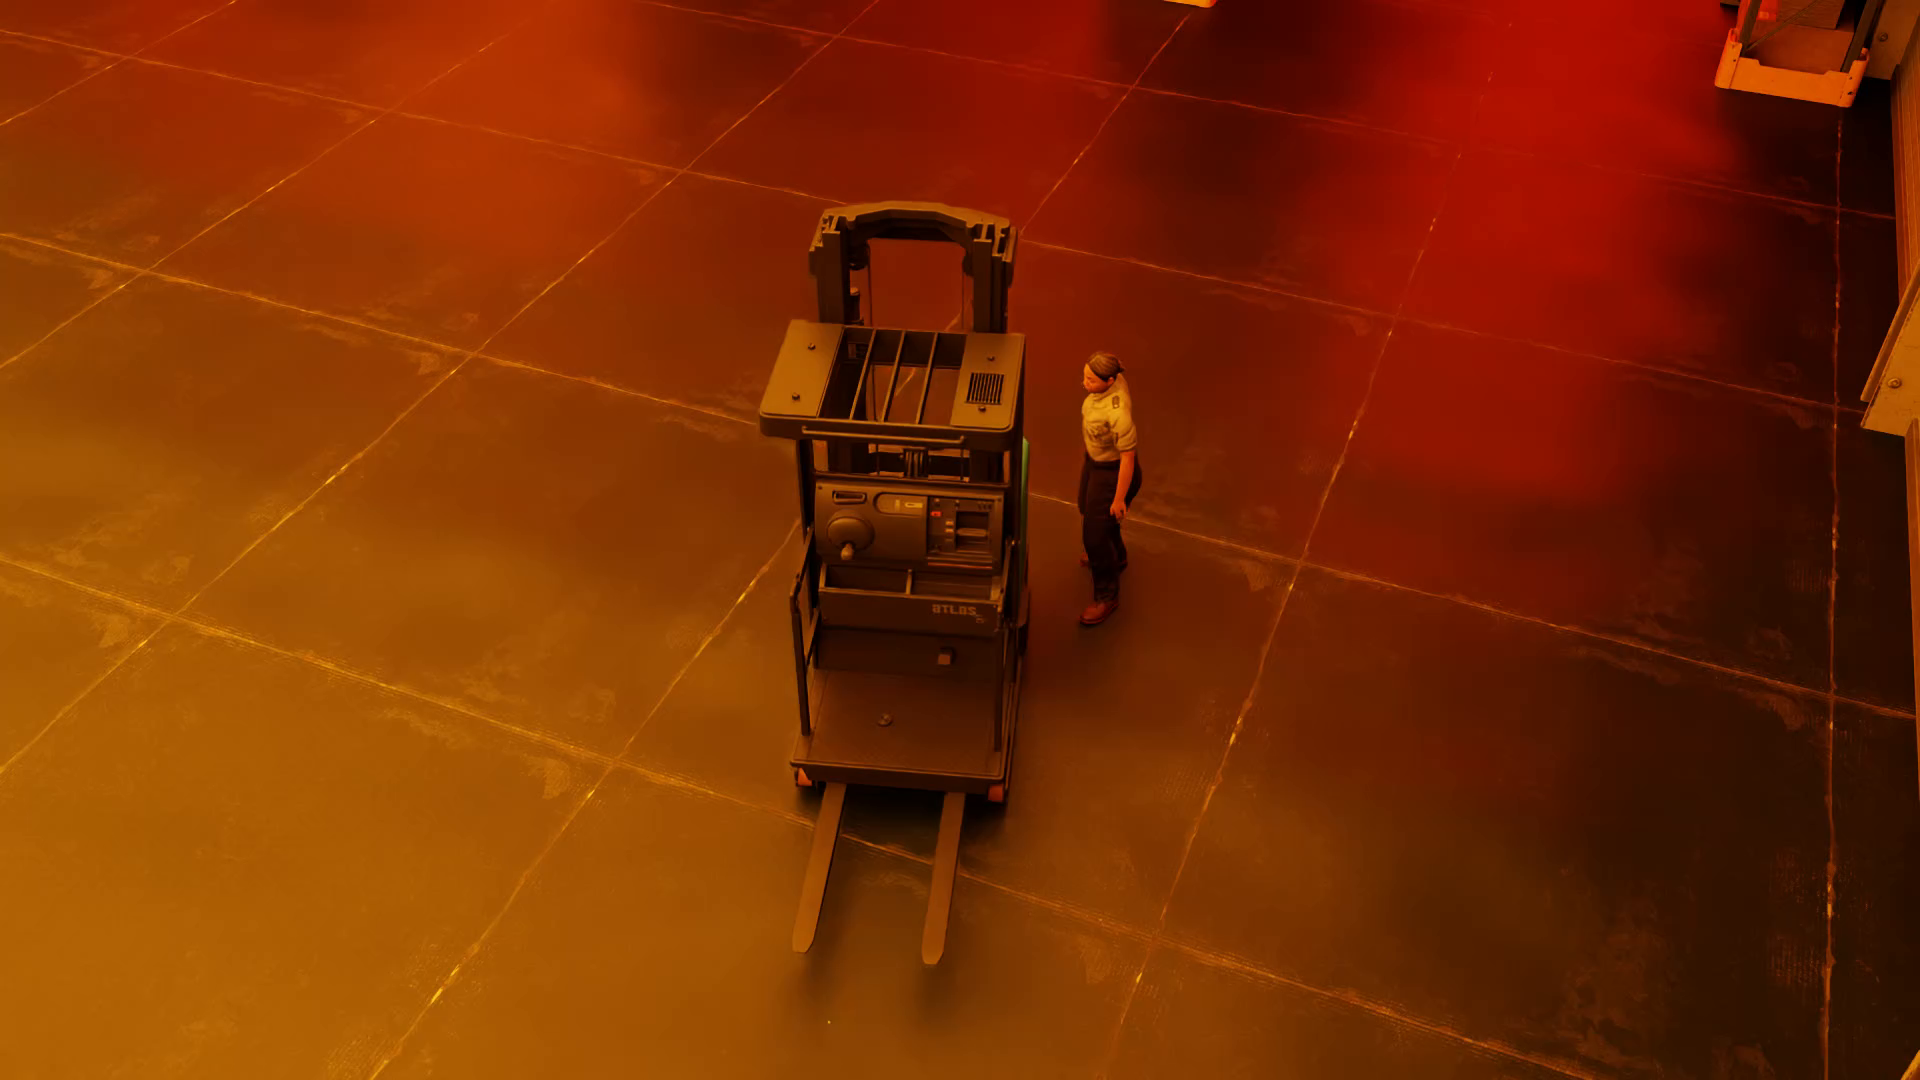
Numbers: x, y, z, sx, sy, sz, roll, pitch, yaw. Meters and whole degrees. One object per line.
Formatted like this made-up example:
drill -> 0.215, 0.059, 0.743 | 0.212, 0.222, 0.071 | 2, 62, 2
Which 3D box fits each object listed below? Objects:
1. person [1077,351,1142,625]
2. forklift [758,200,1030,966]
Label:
person -> 0.849, -0.373, 9.493 | 0.373, 1.610, 0.805 | -4, 40, -4
forklift -> -0.272, 0.005, 8.000 | 1.130, 2.935, 3.031 | 4, 40, 5
